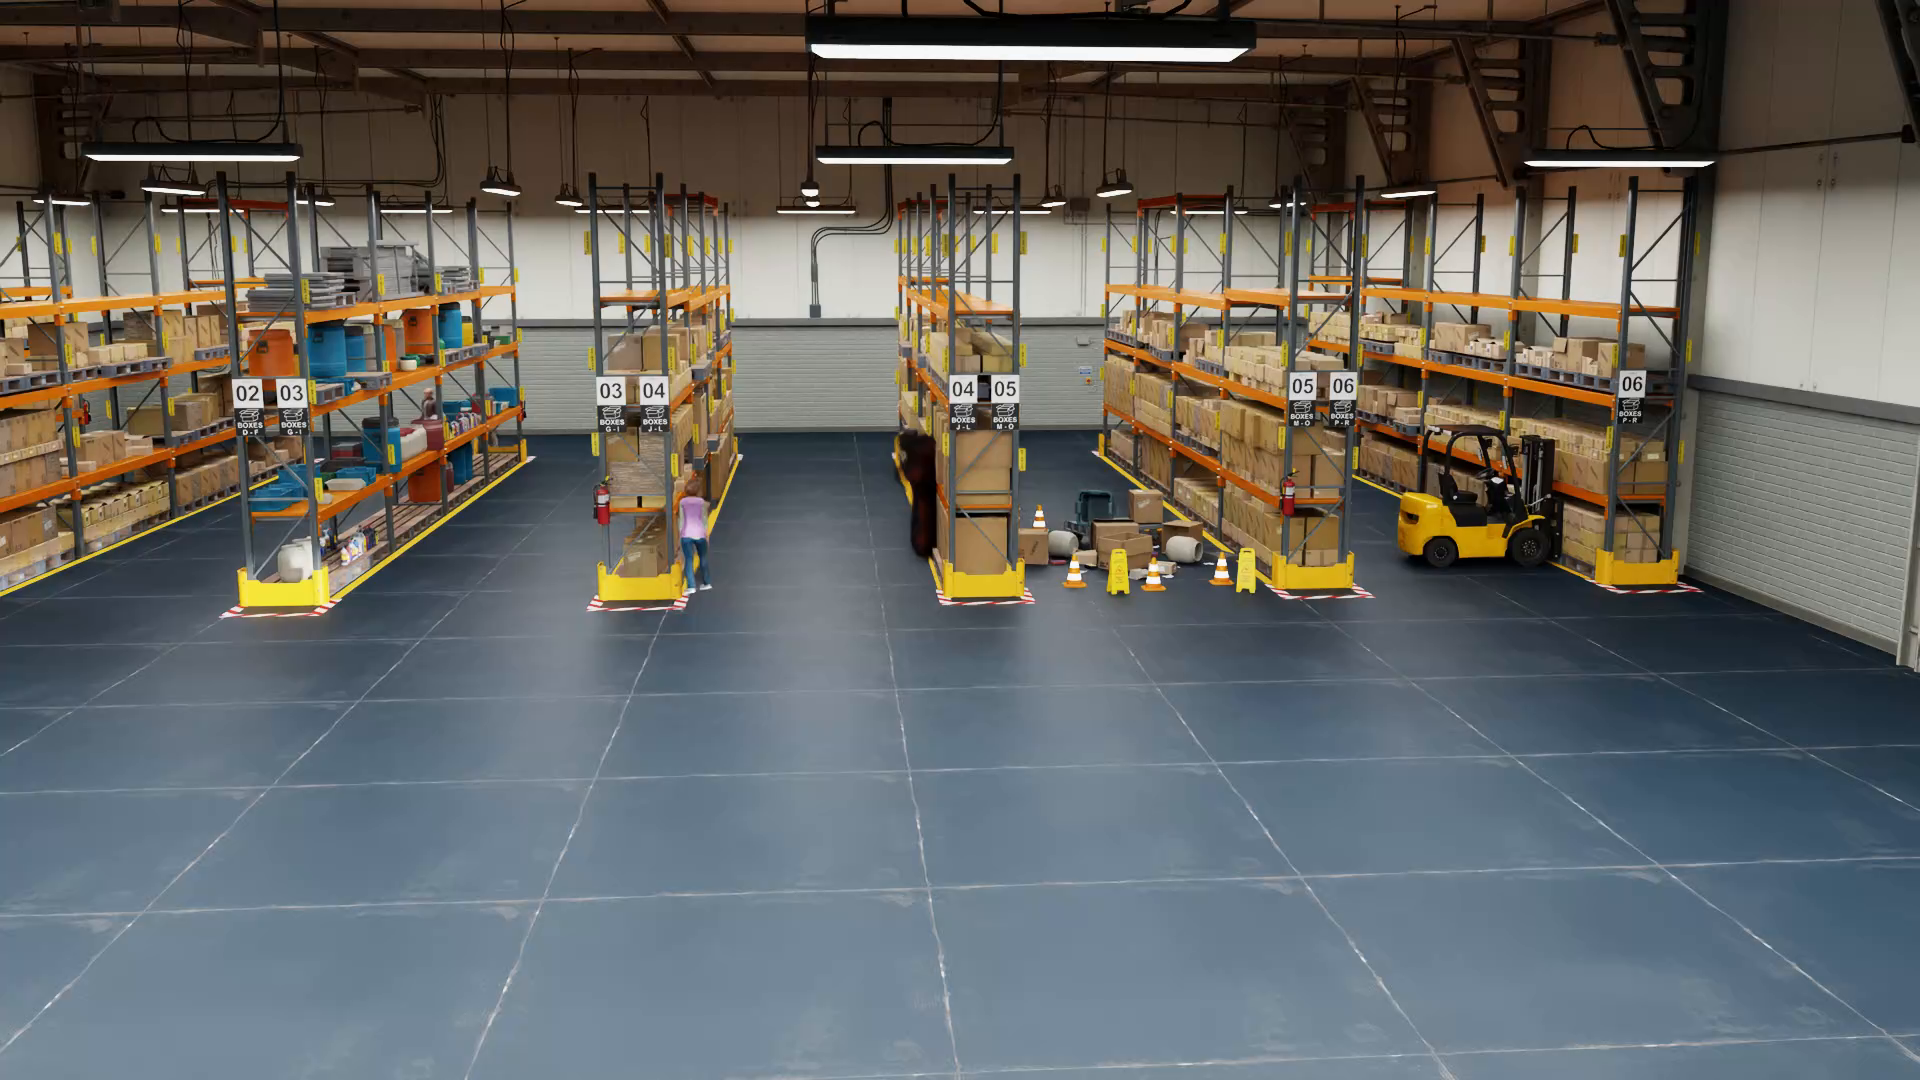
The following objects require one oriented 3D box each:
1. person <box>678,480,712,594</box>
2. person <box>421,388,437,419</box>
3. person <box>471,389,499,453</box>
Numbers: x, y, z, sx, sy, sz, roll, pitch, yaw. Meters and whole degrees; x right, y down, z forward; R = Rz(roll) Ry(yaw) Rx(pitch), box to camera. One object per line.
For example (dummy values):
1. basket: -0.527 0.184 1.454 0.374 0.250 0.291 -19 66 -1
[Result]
1. person: -3.659 -0.050 22.907 0.436 1.570 0.488 -1 10 -6
2. person: -12.324 -2.618 38.472 0.653 1.791 0.597 8 13 38
3. person: -11.682 -2.968 40.557 0.661 1.668 1.052 3 10 16
